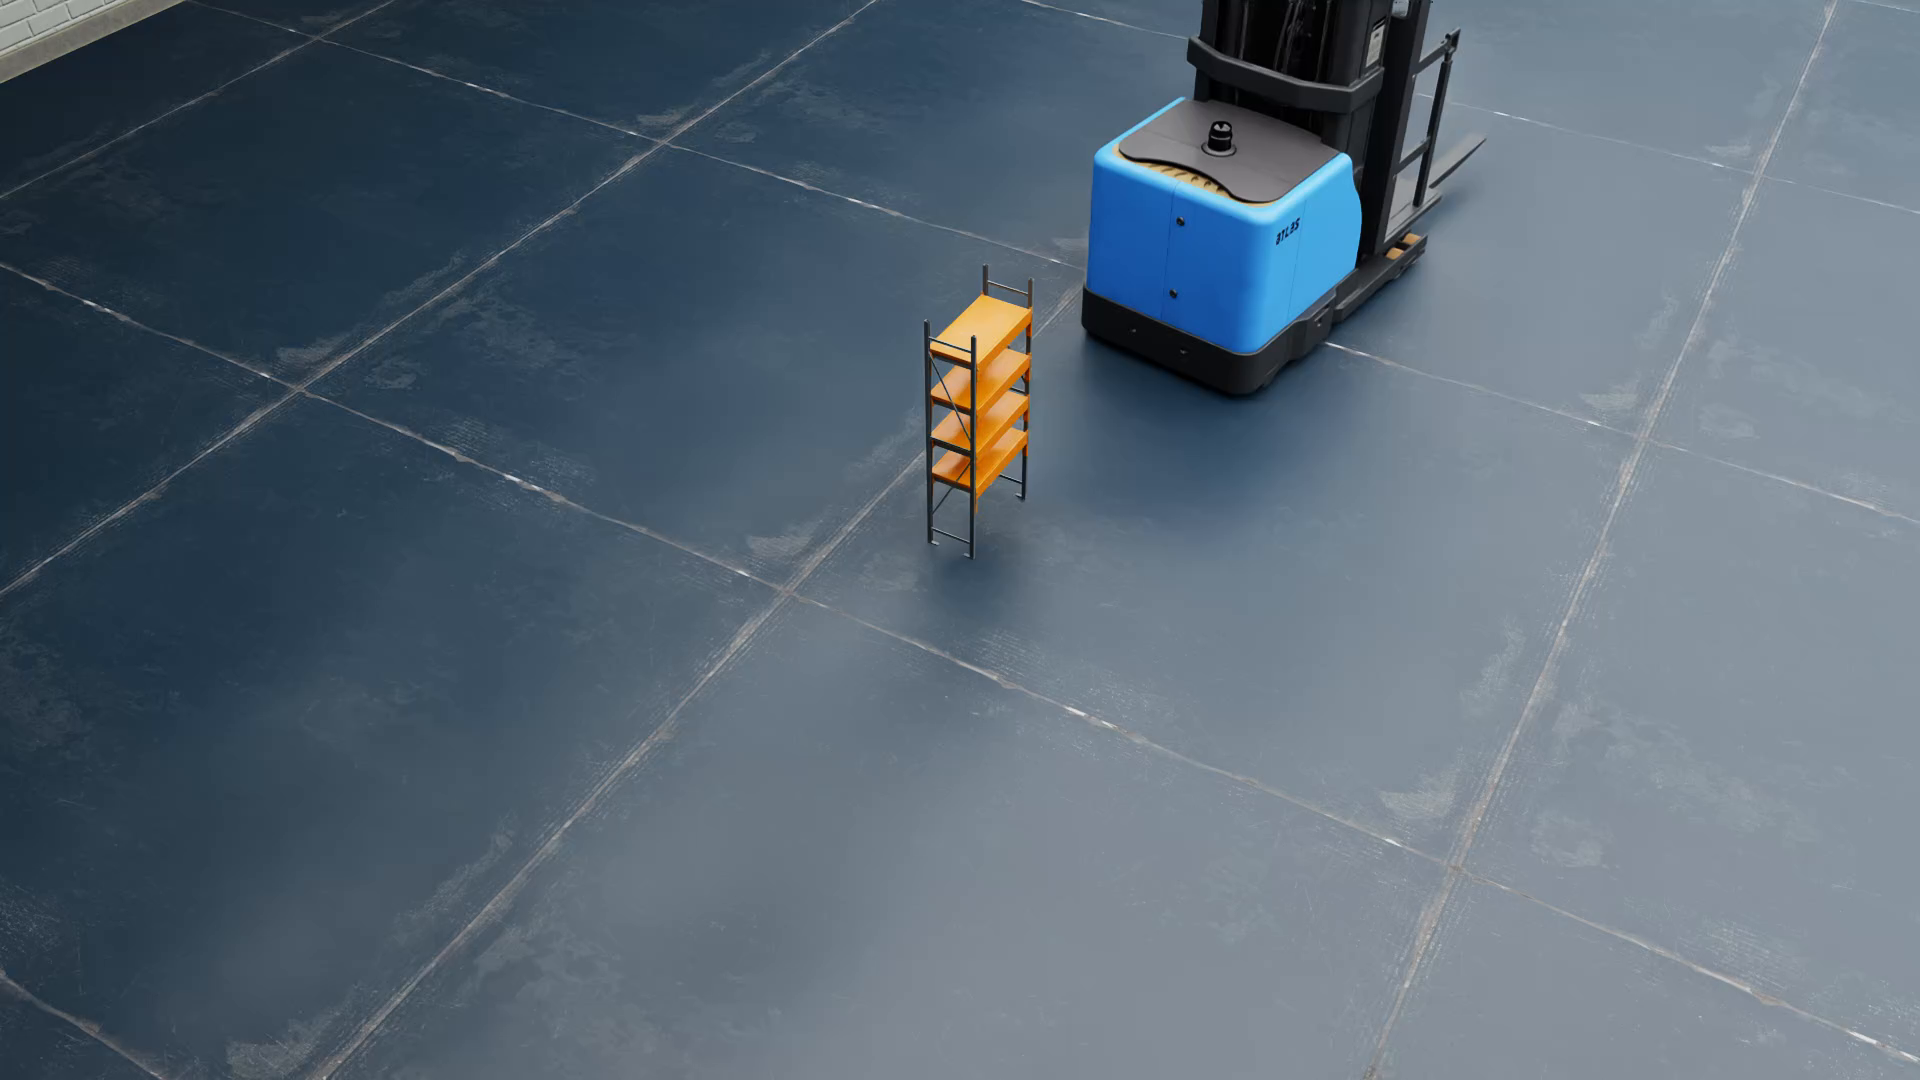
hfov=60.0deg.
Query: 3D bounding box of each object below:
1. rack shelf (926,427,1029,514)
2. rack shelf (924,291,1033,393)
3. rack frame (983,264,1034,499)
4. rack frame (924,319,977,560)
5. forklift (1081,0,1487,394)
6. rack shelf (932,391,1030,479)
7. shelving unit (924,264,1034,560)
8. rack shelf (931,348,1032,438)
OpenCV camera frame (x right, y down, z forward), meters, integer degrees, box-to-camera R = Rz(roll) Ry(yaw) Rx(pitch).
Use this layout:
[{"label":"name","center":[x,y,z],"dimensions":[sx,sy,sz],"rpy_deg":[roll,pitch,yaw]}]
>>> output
[{"label":"rack shelf","center":[0.083,-0.346,7.452],"dimensions":[0.258,0.148,0.480],"rpy_deg":[21,45,22]},{"label":"rack shelf","center":[0.083,-0.840,7.017],"dimensions":[0.258,0.148,0.480],"rpy_deg":[21,45,22]},{"label":"rack frame","center":[0.205,-0.685,7.435],"dimensions":[0.240,1.200,0.015],"rpy_deg":[21,45,22]},{"label":"rack frame","center":[-0.039,-0.405,7.118],"dimensions":[0.240,1.200,0.015],"rpy_deg":[21,45,22]},{"label":"forklift","center":[1.957,-2.736,8.454],"dimensions":[1.130,2.935,3.031],"rpy_deg":[28,49,28]},{"label":"rack shelf","center":[0.083,-0.495,7.321],"dimensions":[0.258,0.148,0.480],"rpy_deg":[21,45,22]},{"label":"shelving unit","center":[0.083,-0.545,7.277],"dimensions":[0.258,1.200,0.503],"rpy_deg":[21,45,22]},{"label":"rack shelf","center":[0.083,-0.662,7.173],"dimensions":[0.258,0.148,0.480],"rpy_deg":[21,45,22]}]
